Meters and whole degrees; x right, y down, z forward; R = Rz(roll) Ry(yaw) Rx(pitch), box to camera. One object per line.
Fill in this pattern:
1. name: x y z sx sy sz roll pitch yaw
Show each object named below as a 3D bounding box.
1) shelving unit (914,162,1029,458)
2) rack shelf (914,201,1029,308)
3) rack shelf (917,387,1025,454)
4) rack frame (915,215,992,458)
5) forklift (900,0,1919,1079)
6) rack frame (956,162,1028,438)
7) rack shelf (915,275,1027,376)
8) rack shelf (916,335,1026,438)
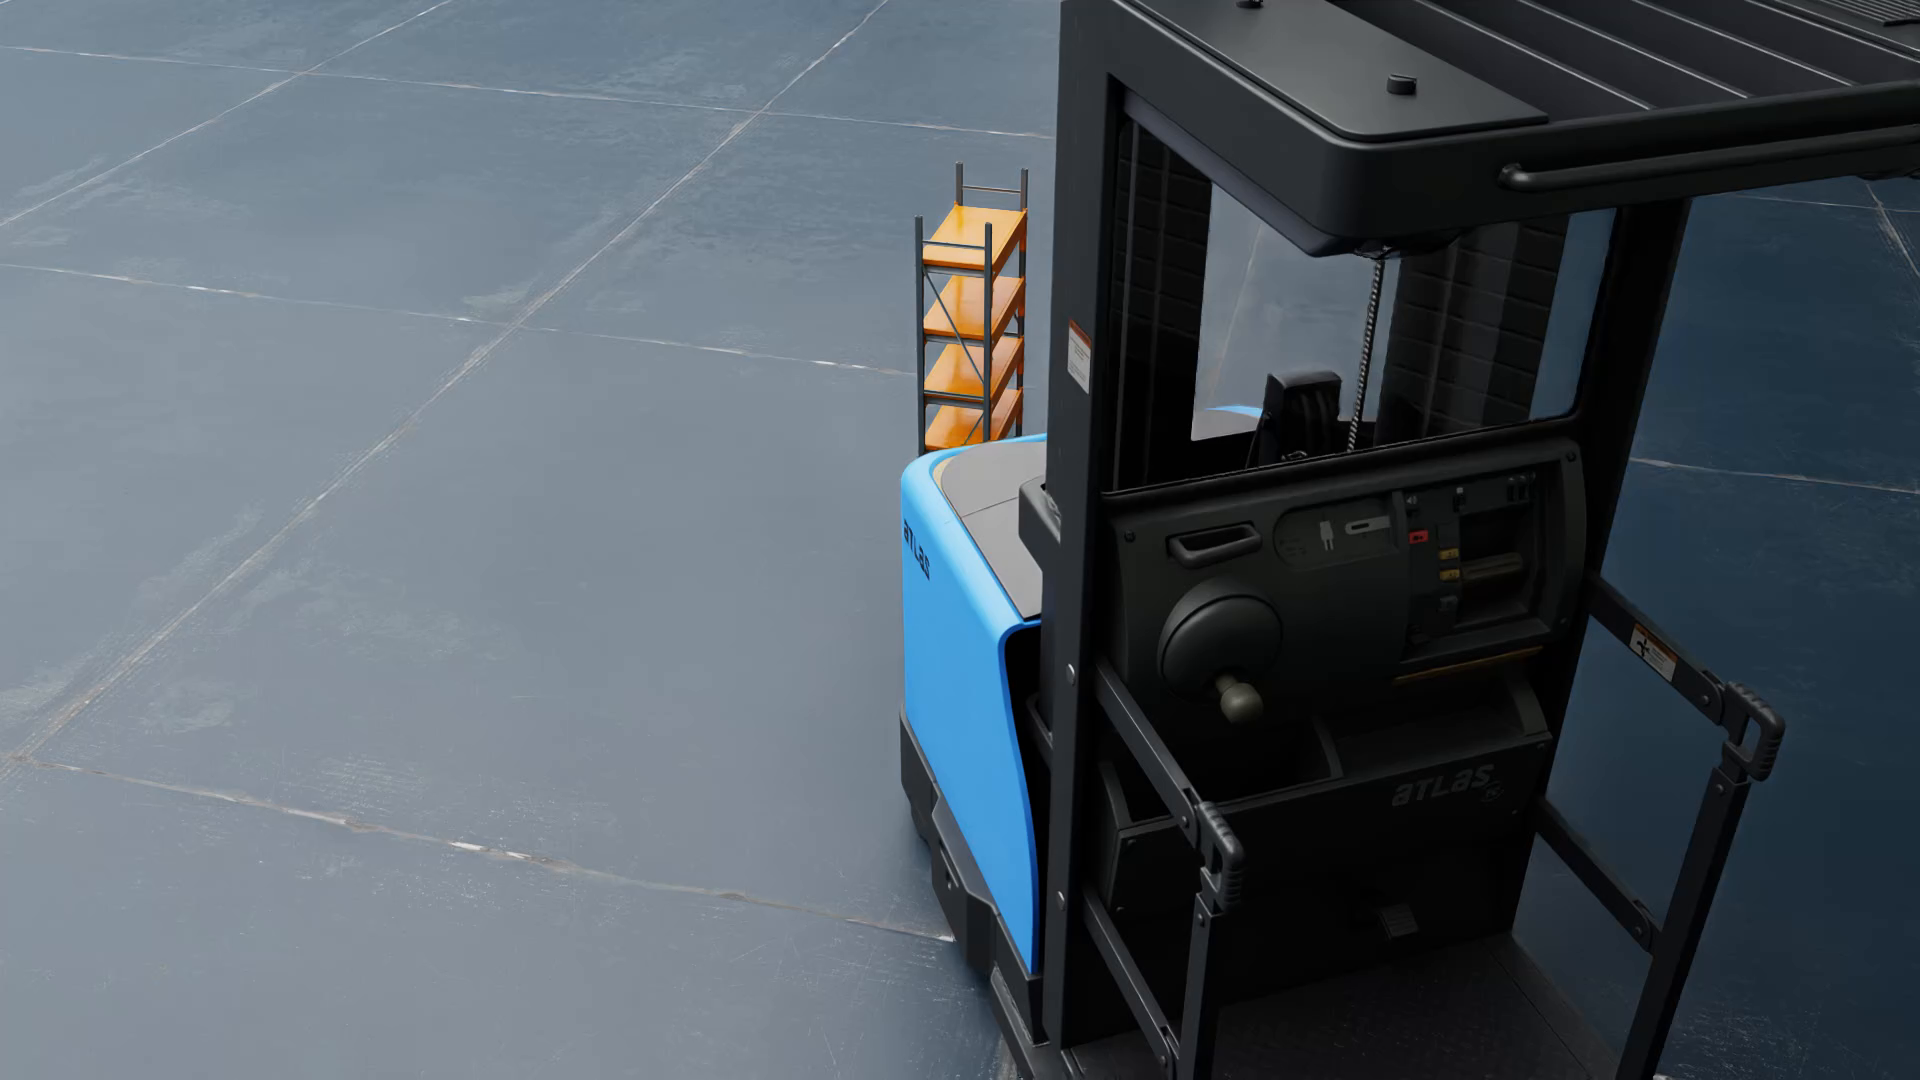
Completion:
1. shelving unit: 0.042 -0.592 5.563 0.258 1.200 0.503 8 33 12
2. rack shelf: 0.042 -0.924 5.352 0.258 0.148 0.480 8 33 12
3. rack shelf: 0.042 -0.368 5.706 0.258 0.148 0.480 8 33 12
4. rack frame: -0.020 -0.466 5.364 0.240 1.200 0.015 8 33 12
5. forklift: 0.783 0.129 2.815 1.130 2.935 3.031 -10 34 -15
6. rack frame: 0.104 -0.719 5.762 0.240 1.200 0.015 8 33 12
7. rack shelf: 0.042 -0.724 5.479 0.258 0.148 0.480 8 33 12
8. rack shelf: 0.042 -0.535 5.599 0.258 0.148 0.480 8 33 12
